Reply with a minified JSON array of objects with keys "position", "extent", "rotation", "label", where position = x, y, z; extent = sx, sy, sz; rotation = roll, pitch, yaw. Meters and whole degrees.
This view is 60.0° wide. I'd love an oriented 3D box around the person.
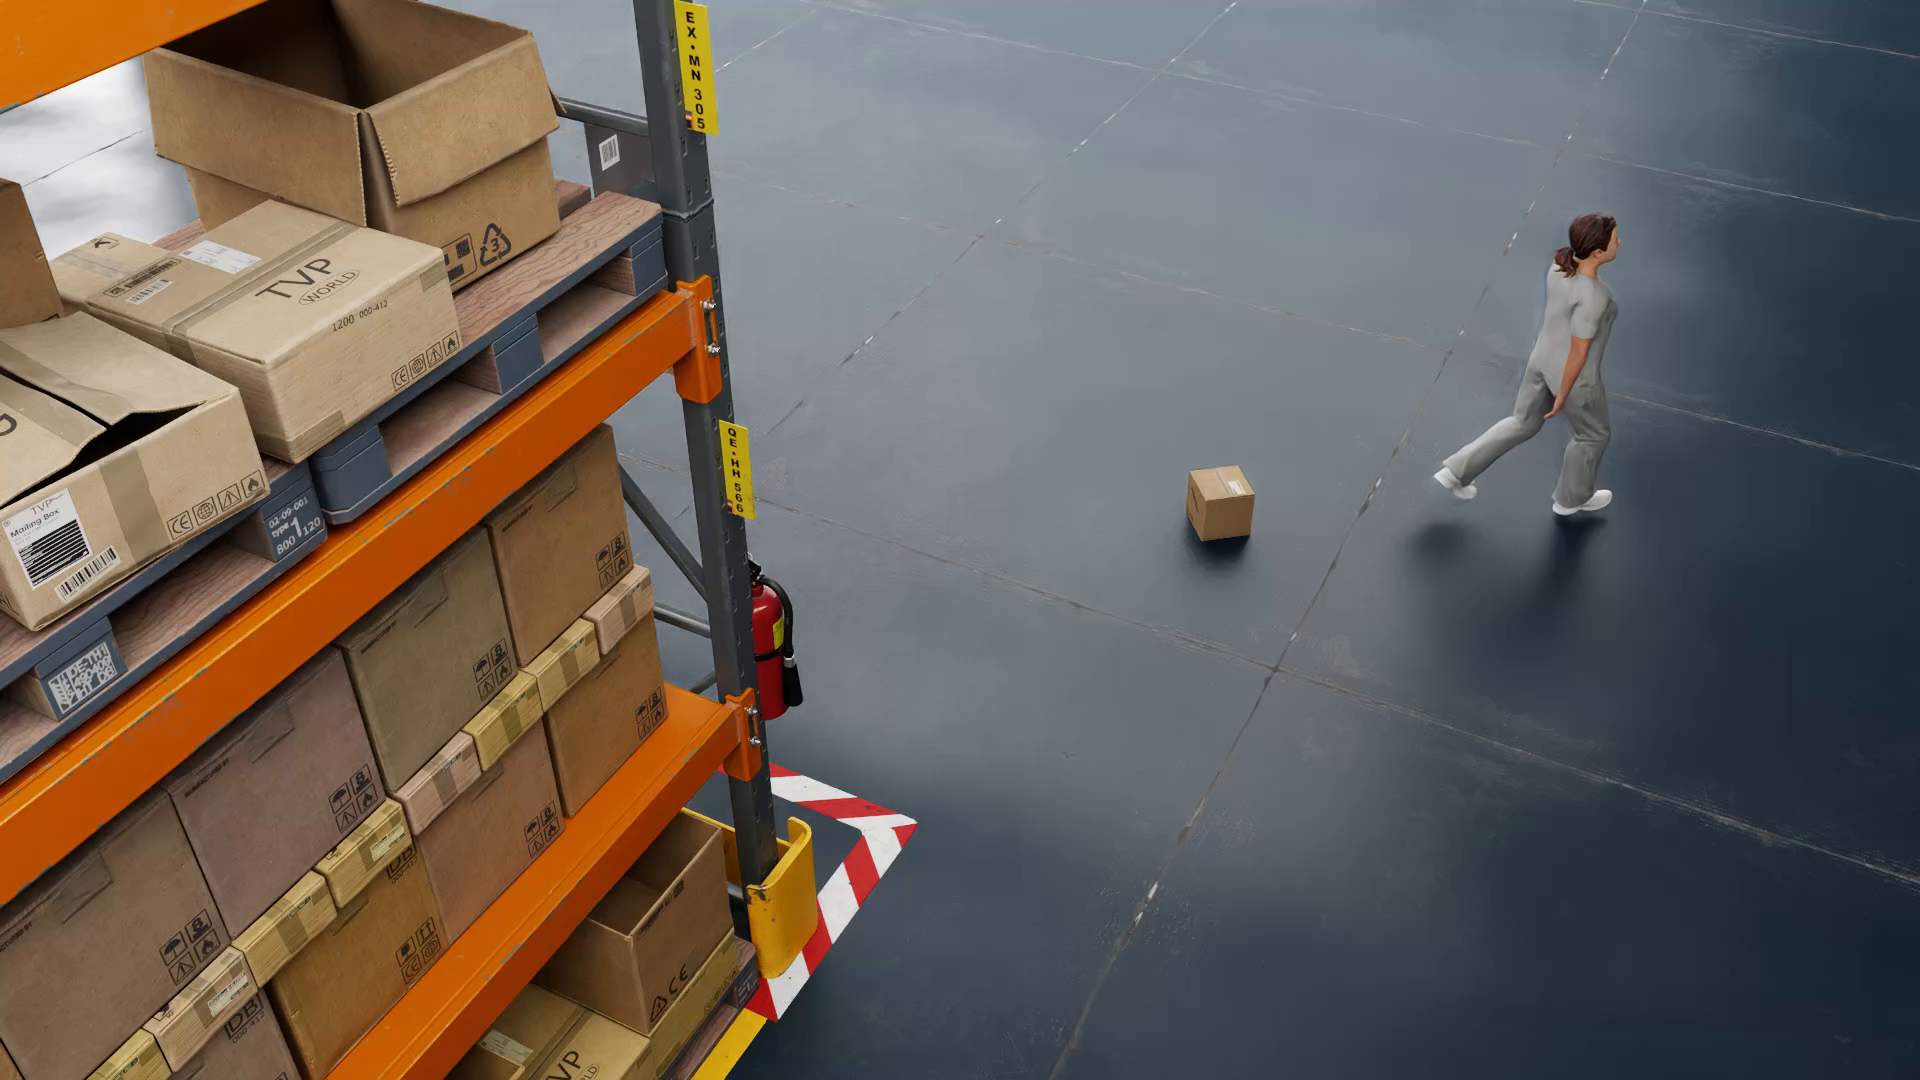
[{"position":[2.773,-0.784,7.738],"extent":[0.930,1.630,0.439],"rotation":[-9,39,-11],"label":"person"}]
